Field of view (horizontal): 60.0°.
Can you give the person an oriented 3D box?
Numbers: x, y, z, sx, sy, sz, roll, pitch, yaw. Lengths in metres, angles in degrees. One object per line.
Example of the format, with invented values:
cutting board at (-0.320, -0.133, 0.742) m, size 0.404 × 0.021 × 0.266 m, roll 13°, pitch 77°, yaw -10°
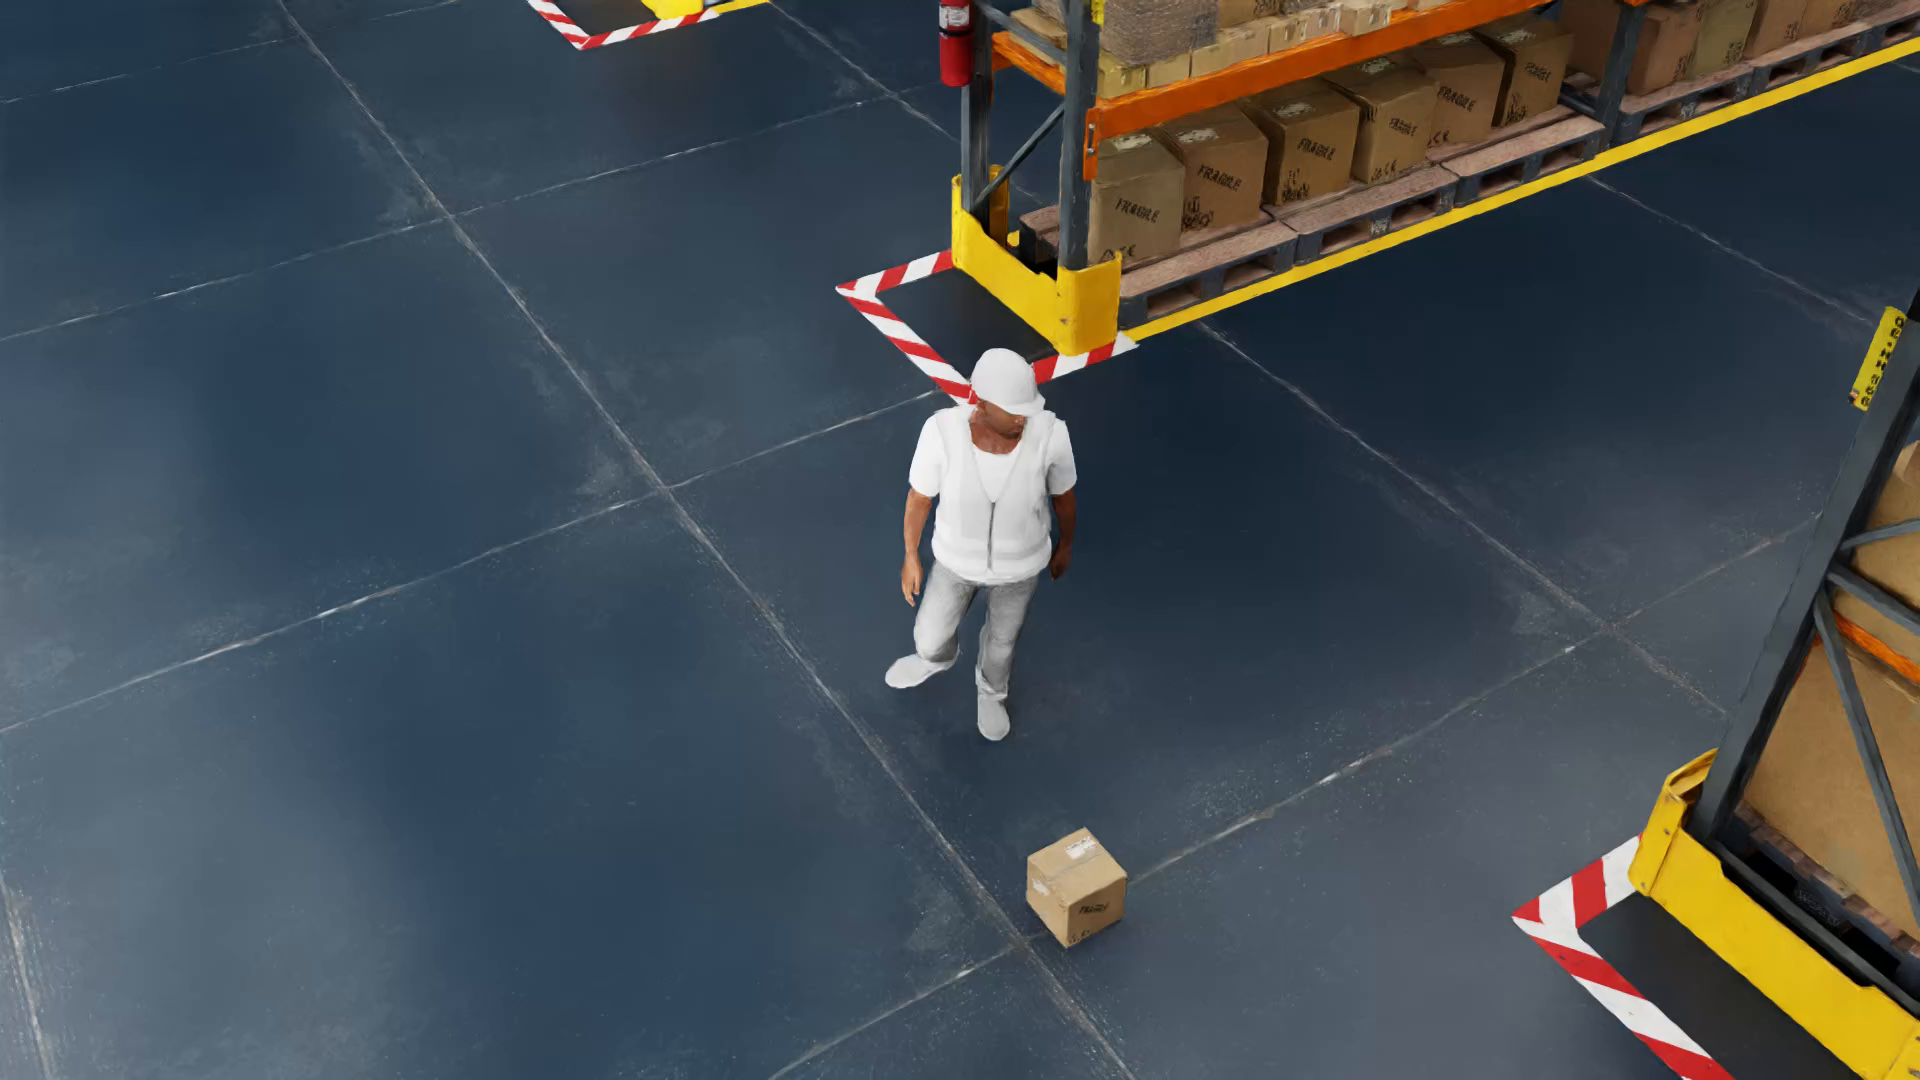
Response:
person at (0.057, 0.013, 6.096) m, size 0.729 × 1.762 × 0.451 m, roll 2°, pitch 41°, yaw 2°
